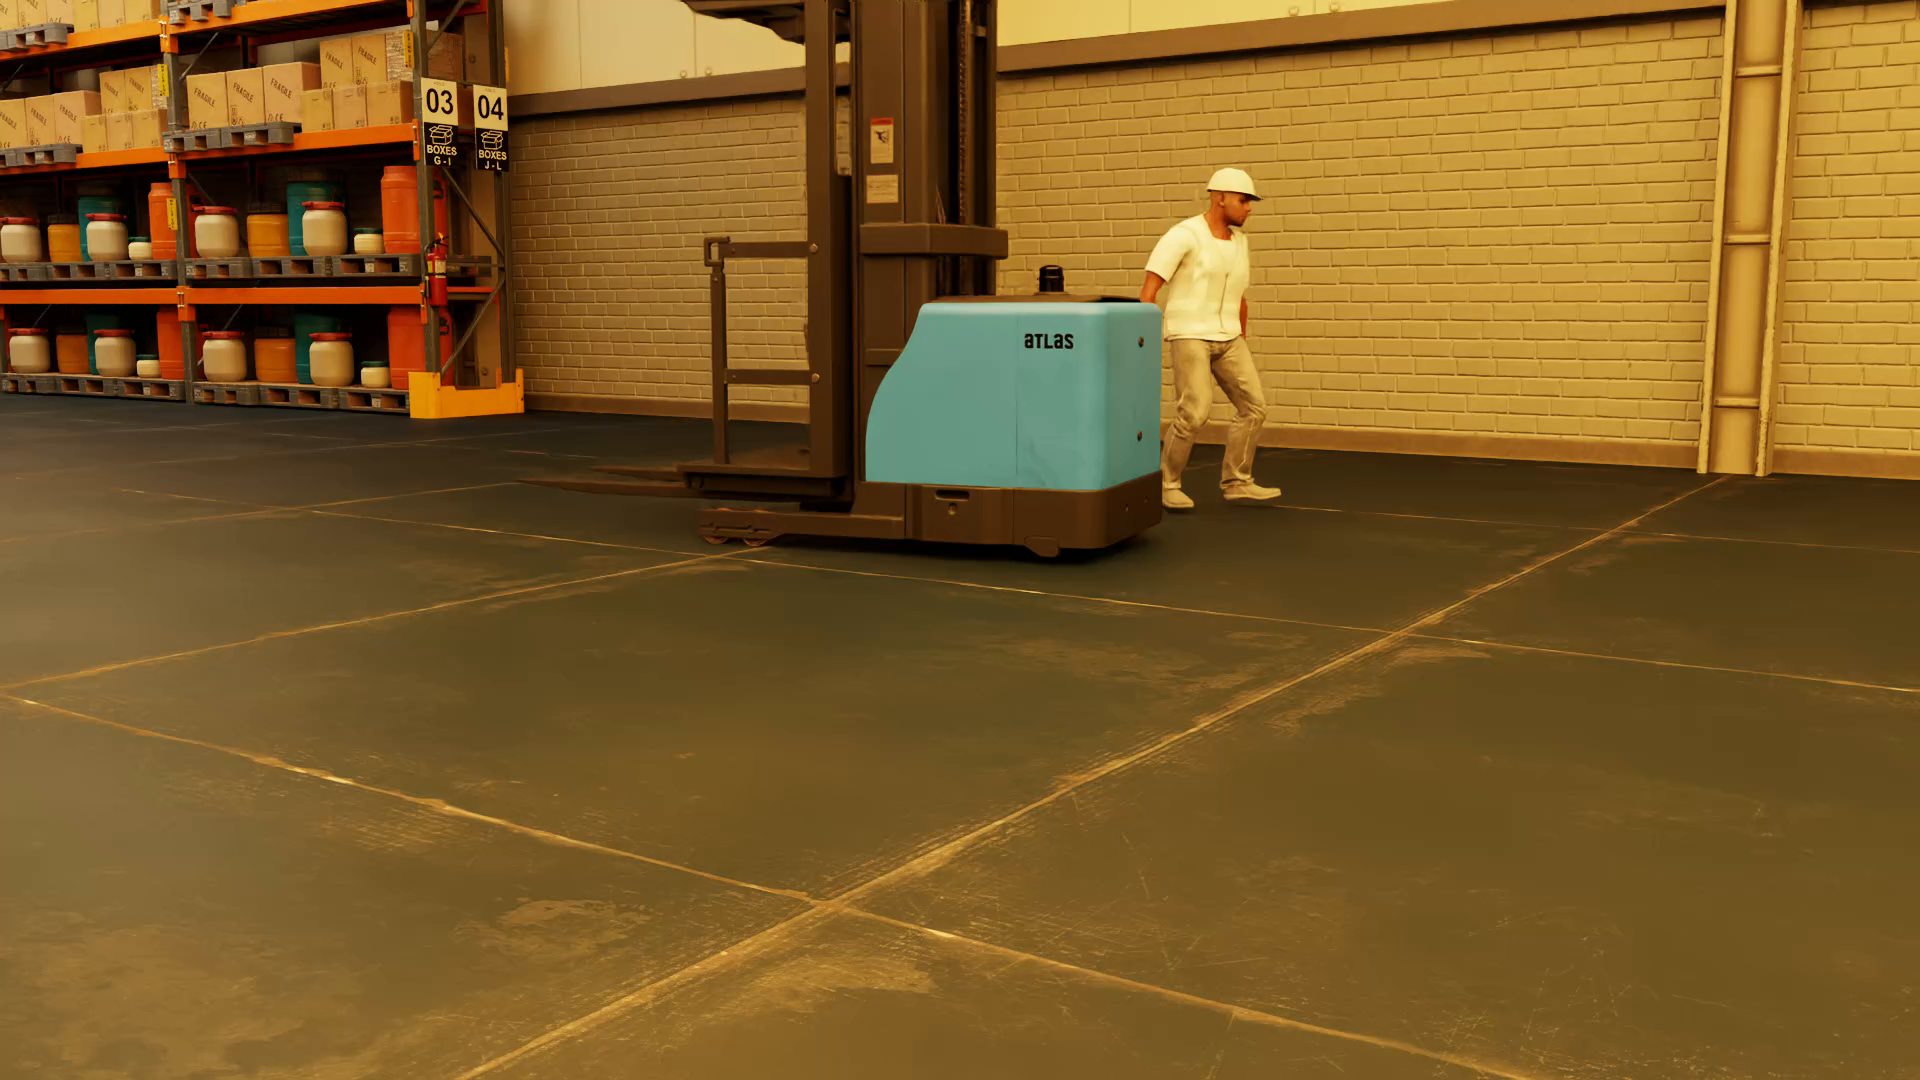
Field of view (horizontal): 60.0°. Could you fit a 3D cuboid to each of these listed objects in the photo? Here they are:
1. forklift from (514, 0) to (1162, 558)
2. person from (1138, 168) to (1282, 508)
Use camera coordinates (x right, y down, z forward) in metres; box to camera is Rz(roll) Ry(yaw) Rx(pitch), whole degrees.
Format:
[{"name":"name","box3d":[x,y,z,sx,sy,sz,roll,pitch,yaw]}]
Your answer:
[{"name":"forklift","box3d":[-0.637,-1.486,7.641,3.031,2.935,1.130,3,9,22]},{"name":"person","box3d":[1.270,-1.032,8.553,0.883,1.727,0.471,-5,10,-33]}]
